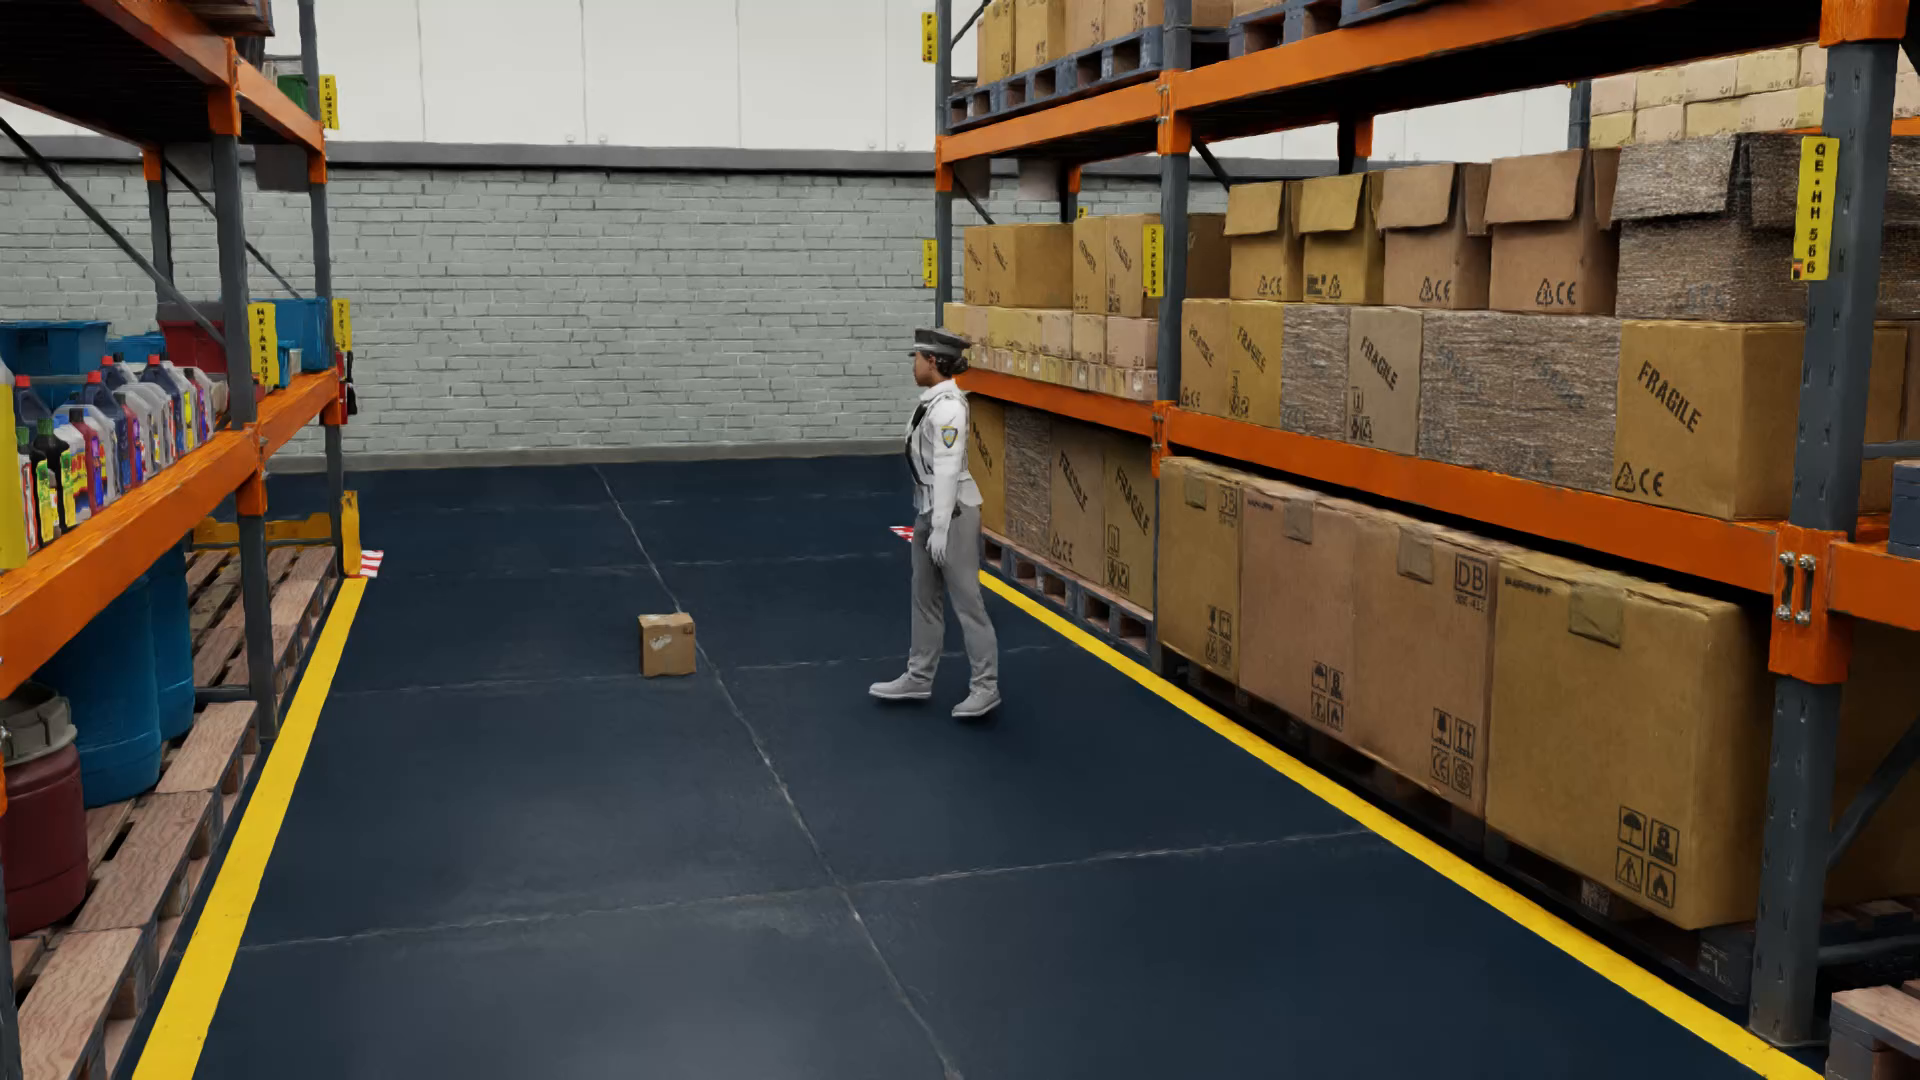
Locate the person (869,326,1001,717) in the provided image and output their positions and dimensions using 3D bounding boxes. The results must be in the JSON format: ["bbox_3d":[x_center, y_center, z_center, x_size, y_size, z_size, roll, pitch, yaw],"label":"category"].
[{"bbox_3d":[-0.117,-0.095,7.272,0.553,1.668,0.600,-2,10,-11],"label":"person"}]
